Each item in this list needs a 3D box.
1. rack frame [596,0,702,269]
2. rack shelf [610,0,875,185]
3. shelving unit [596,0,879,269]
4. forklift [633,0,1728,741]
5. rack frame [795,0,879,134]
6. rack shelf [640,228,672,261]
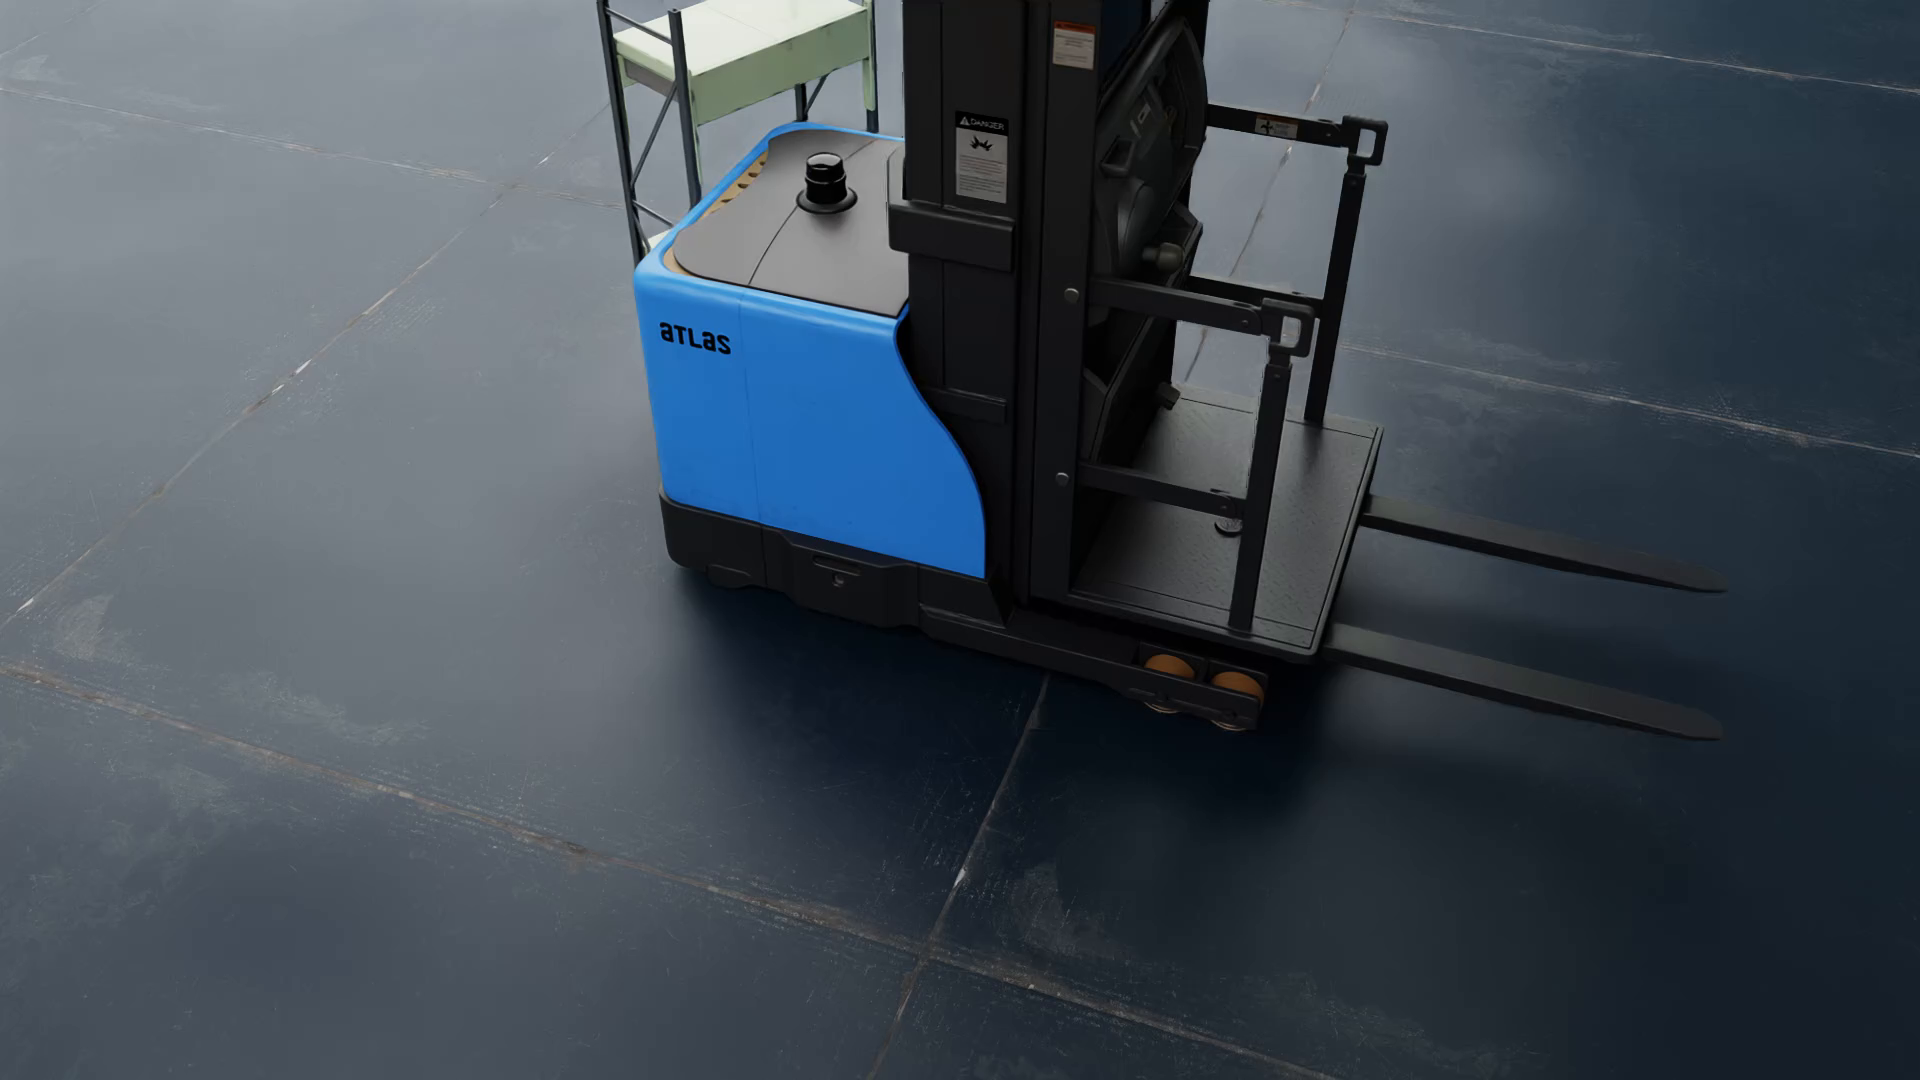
[{"bbox_3d":[-0.935,-1.009,5.277,0.023,1.500,0.400,-33,50,-32],"label":"rack frame"},{"bbox_3d":[-0.676,-1.473,5.220,0.720,0.370,0.431,-33,50,-32],"label":"rack shelf"},{"bbox_3d":[-0.676,-1.176,5.473,0.755,1.500,0.431,-33,50,-32],"label":"shelving unit"},{"bbox_3d":[0.671,-0.976,4.136,3.031,2.935,1.130,14,42,15],"label":"forklift"},{"bbox_3d":[-0.416,-1.344,5.670,0.023,1.500,0.400,-33,50,-32],"label":"rack frame"},{"bbox_3d":[-0.676,-0.928,5.685,0.720,0.370,0.431,-33,50,-32],"label":"rack shelf"}]
